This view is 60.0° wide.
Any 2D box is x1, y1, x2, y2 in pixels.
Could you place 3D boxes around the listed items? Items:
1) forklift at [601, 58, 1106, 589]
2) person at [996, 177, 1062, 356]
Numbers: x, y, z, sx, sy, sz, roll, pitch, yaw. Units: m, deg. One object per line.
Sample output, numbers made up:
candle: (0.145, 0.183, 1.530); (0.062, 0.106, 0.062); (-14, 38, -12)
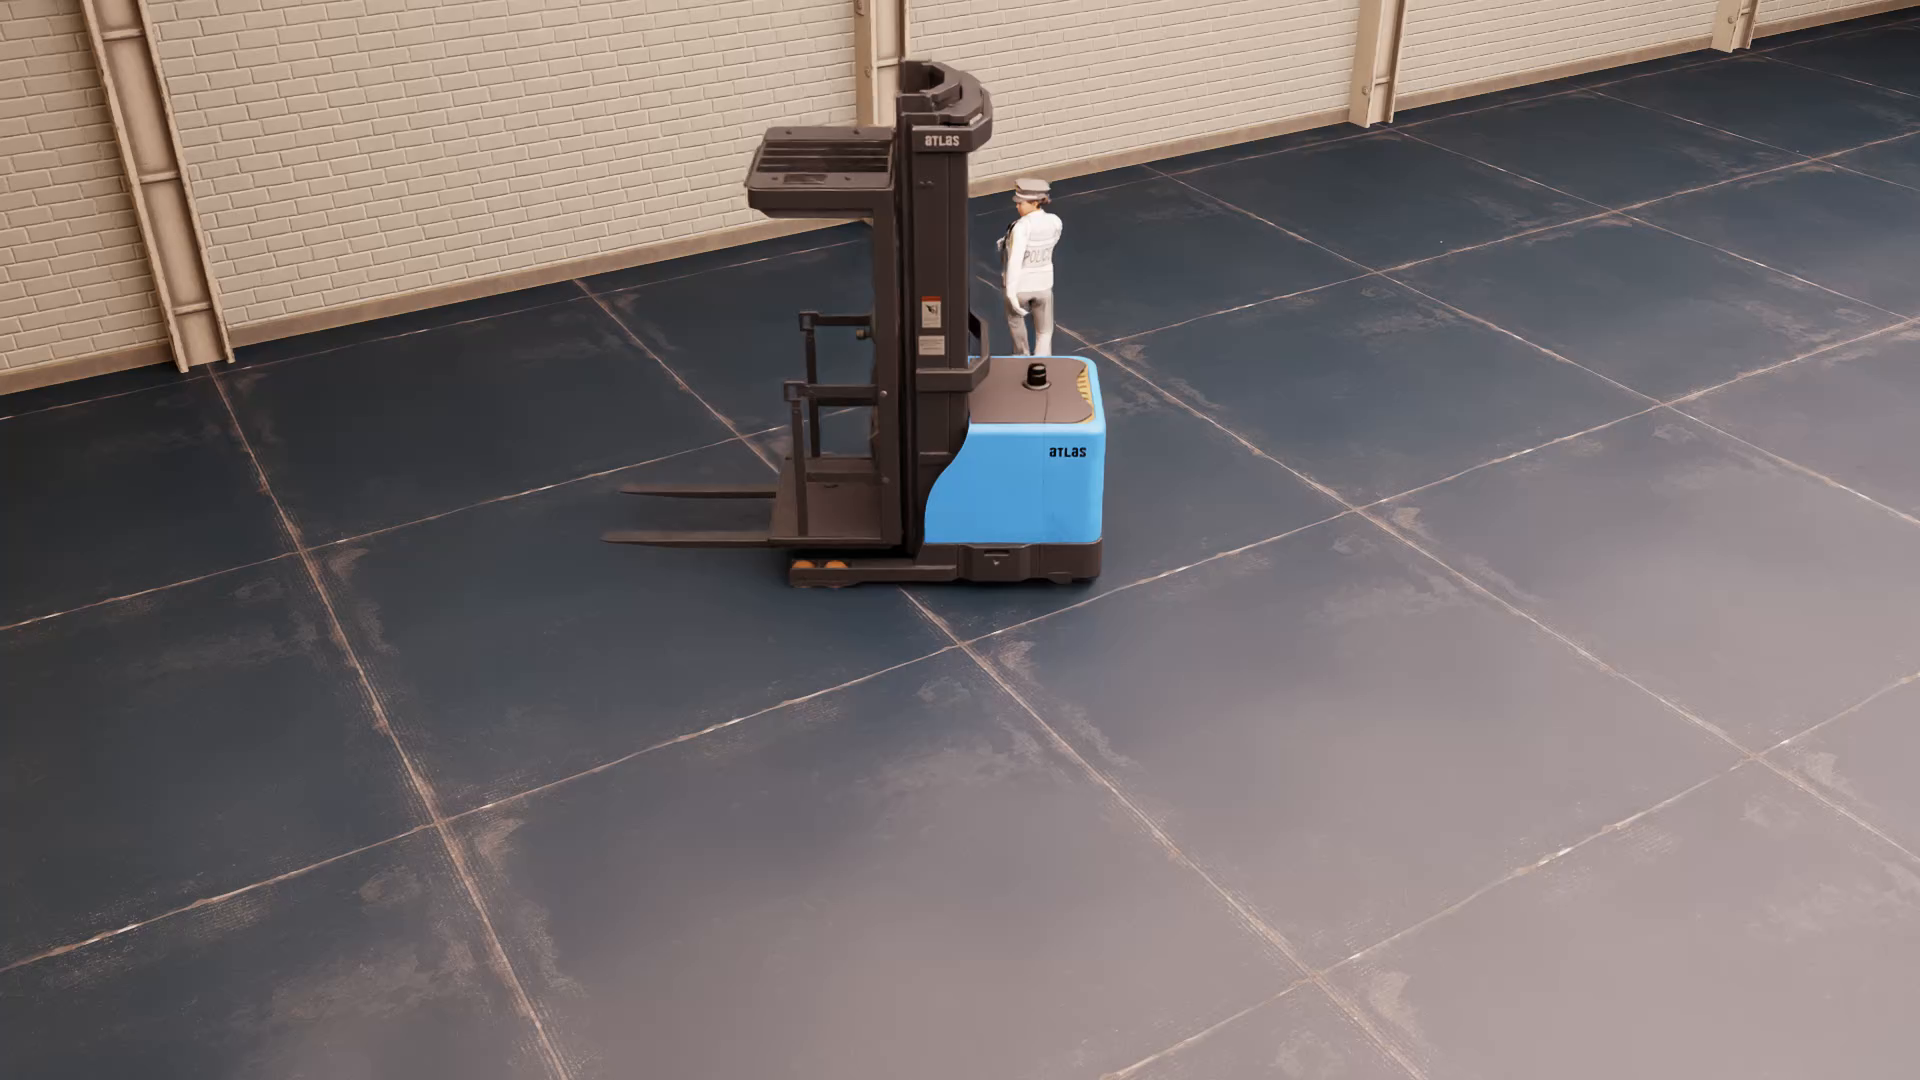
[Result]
forklift: (-0.662, -1.236, 9.711); (3.031, 2.935, 1.130); (0, 31, 0)
person: (0.496, -1.850, 12.092); (0.506, 1.602, 0.884); (-7, 32, -11)
